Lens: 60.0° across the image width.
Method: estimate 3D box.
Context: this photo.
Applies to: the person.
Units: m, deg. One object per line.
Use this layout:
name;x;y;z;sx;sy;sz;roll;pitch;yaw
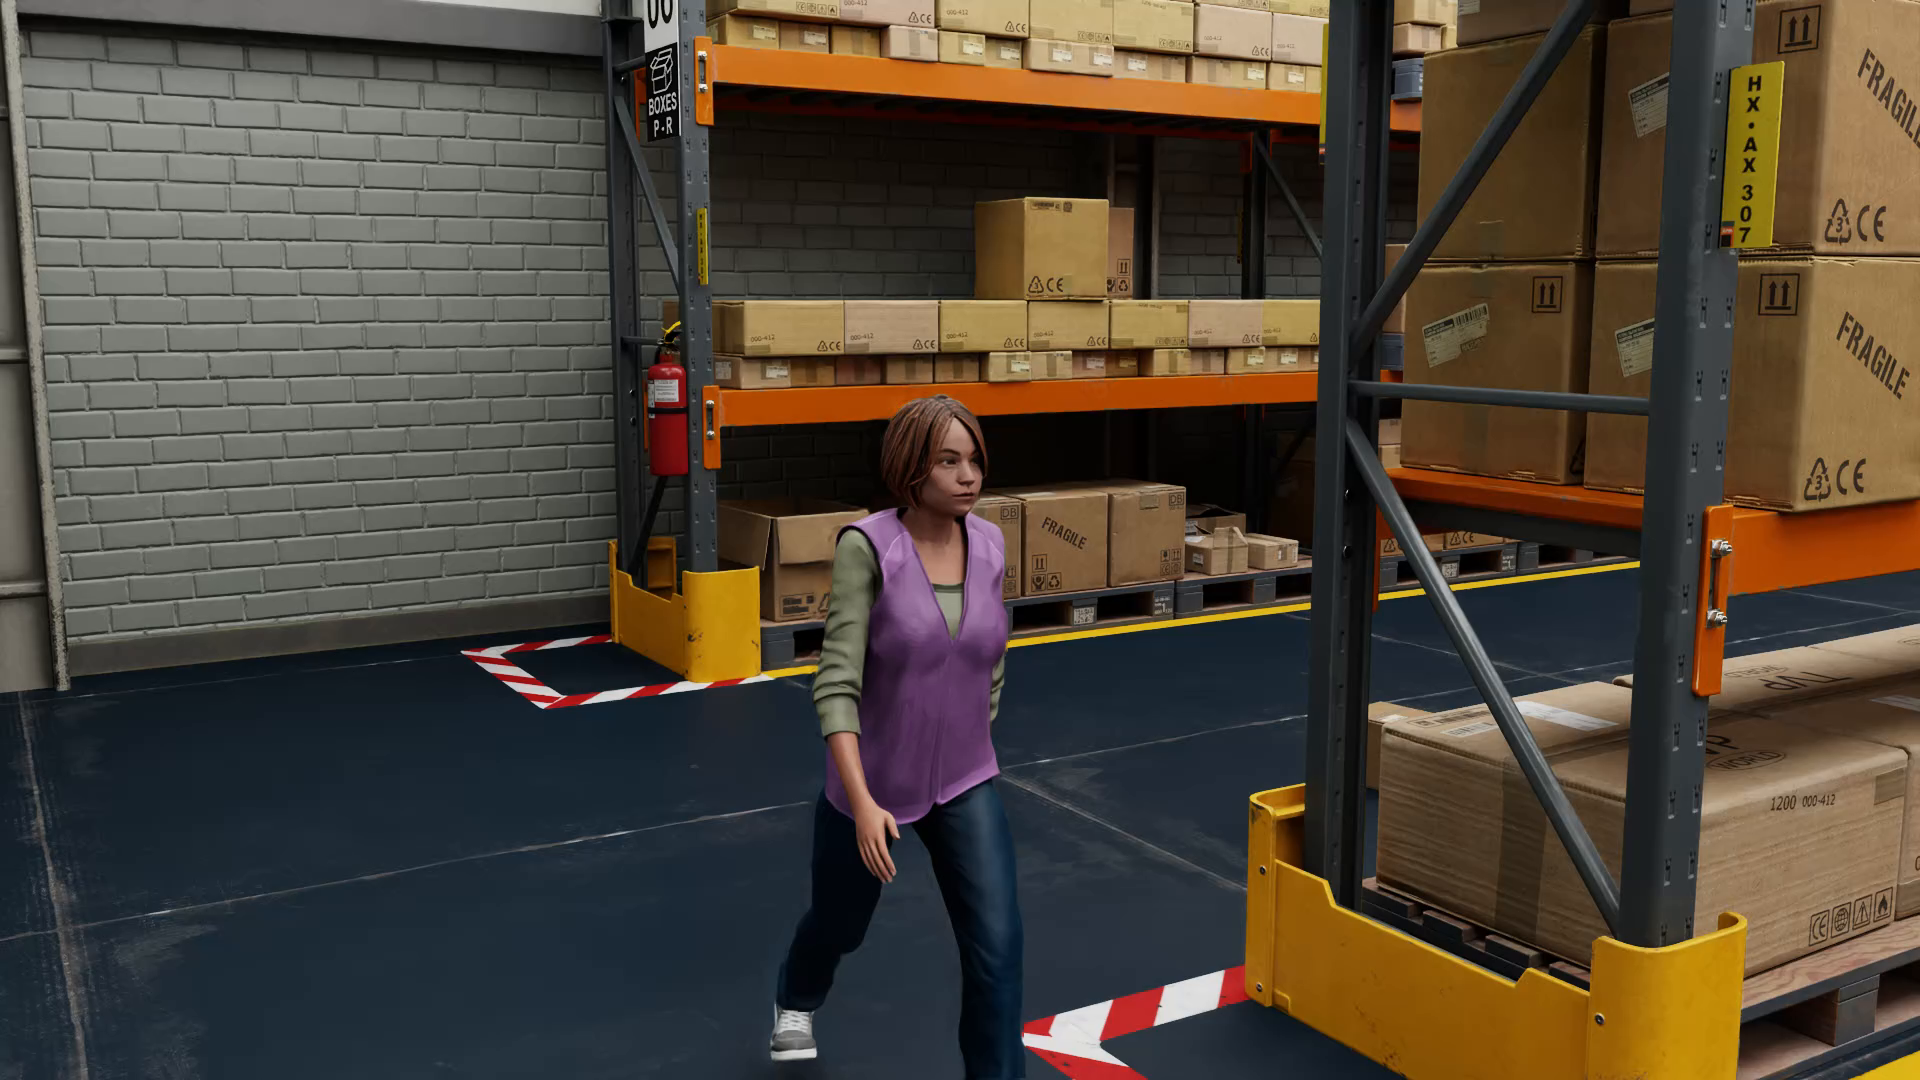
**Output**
person;-0.104;0.469;3.256;0.469;1.518;1.049;-4;9;-24
